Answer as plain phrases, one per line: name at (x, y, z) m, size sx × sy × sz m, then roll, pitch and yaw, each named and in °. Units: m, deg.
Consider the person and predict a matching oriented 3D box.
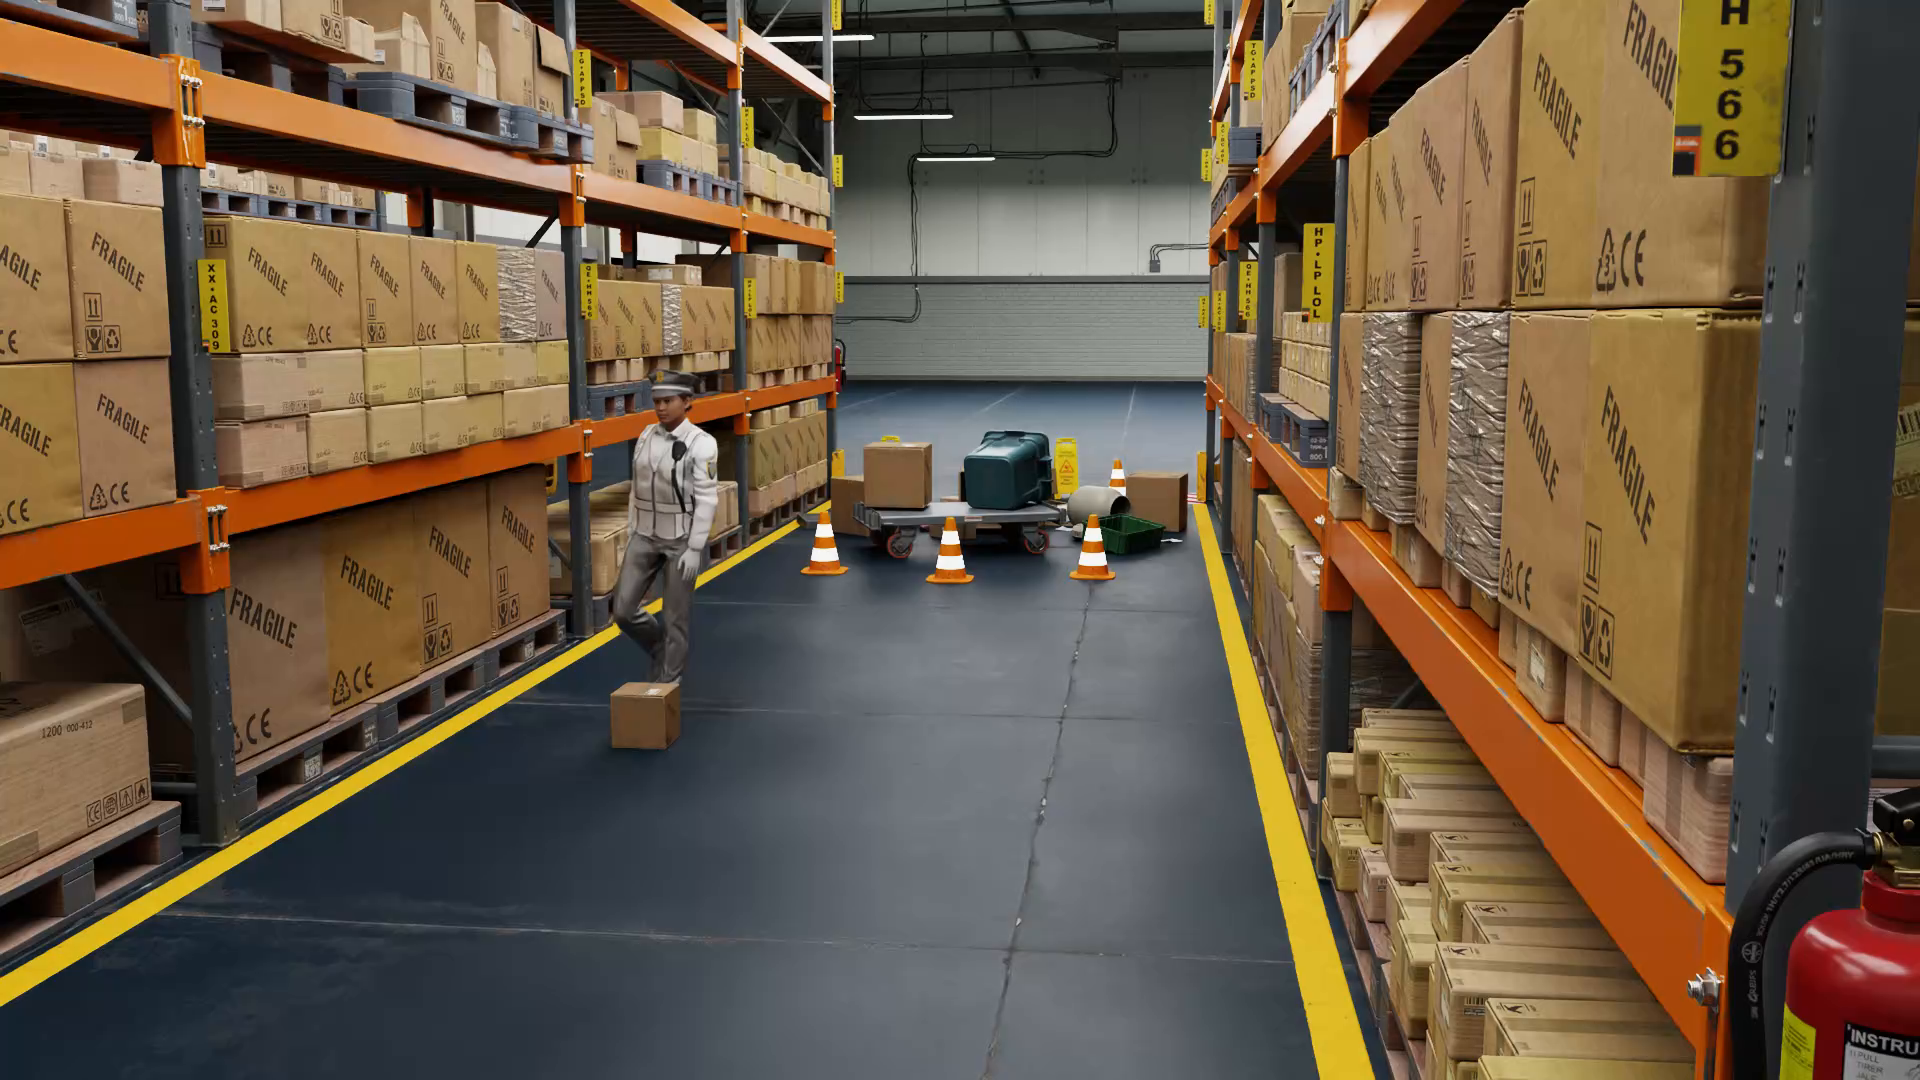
person at (-1.388, 0.015, 7.984) m, size 0.538 × 1.675 × 0.459 m, roll 3°, pitch 8°, yaw 22°
